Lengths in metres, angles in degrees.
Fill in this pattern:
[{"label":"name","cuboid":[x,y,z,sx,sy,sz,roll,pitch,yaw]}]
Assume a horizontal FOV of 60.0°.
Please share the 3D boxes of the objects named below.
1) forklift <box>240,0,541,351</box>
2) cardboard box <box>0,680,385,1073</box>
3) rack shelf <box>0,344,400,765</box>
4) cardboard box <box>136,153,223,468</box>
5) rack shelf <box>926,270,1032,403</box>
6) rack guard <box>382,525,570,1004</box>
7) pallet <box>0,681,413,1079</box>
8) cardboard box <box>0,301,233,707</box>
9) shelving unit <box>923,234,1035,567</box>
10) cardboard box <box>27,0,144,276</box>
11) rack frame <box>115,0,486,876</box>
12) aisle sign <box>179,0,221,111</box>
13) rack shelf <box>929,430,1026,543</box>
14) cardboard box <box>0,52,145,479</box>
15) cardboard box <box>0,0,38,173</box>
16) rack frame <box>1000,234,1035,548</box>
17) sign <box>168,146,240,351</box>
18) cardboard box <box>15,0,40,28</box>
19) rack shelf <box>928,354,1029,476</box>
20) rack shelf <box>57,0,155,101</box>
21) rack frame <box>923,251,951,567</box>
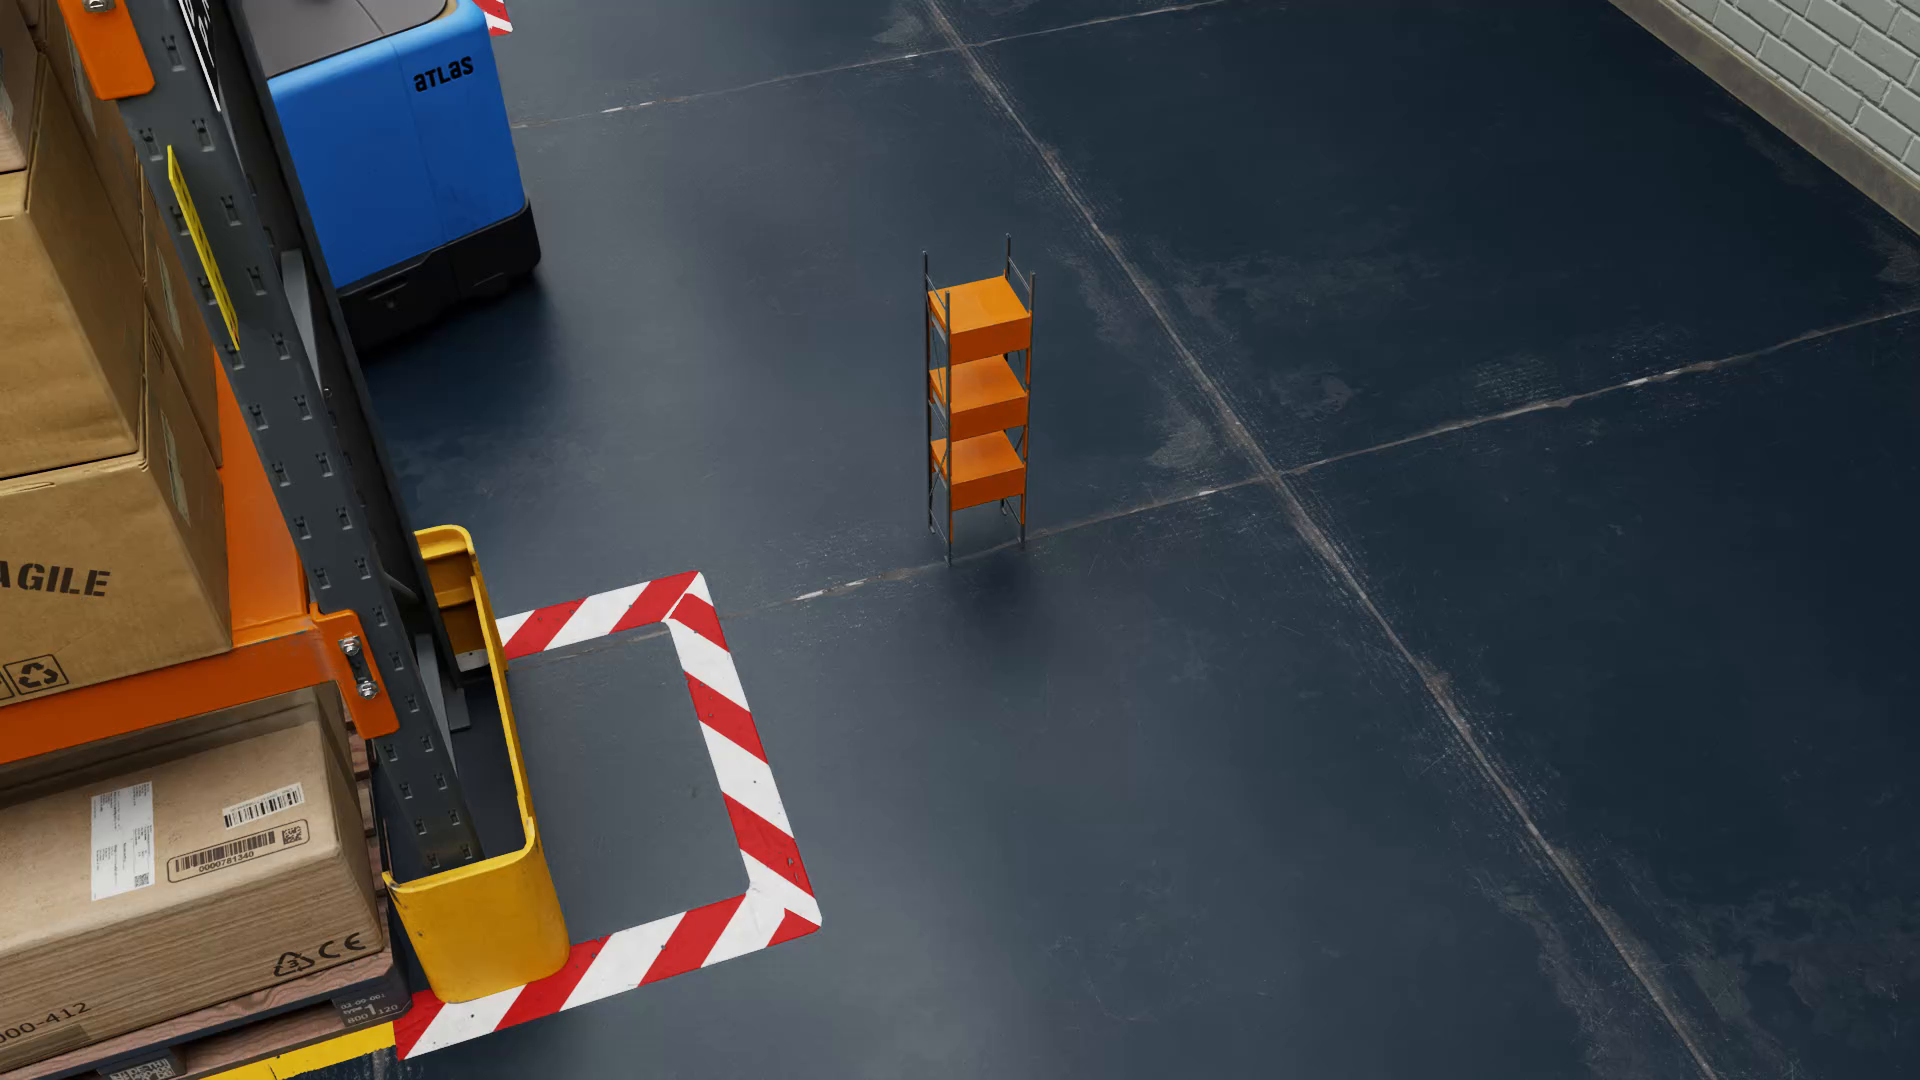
[{"label":"forklift","cuboid":[-3.009,-1.607,4.782,3.031,2.935,1.130,-31,53,-27]},{"label":"cardboard box","cuboid":[-1.938,0.657,3.990,0.875,0.438,0.875,-16,47,-15]},{"label":"rack shelf","cuboid":[-3.232,0.411,3.231,4.000,0.370,1.077,-14,47,-14]},{"label":"cardboard box","cuboid":[-1.900,-0.436,3.496,0.500,0.500,0.500,-15,47,-14]},{"label":"rack shelf","cuboid":[0.050,-0.576,4.697,0.240,0.259,0.215,-14,47,-14]},{"label":"rack guard","cuboid":[-1.328,0.552,4.347,0.348,0.500,1.175,-14,47,-14]},{"label":"pallet","cuboid":[-2.076,0.904,4.200,1.213,0.211,1.003,-14,47,-14]},{"label":"cardboard box","cuboid":[-1.715,-0.067,3.129,0.500,0.500,0.500,-14,47,-14]},{"label":"shelving unit","cuboid":[0.050,-0.383,4.891,0.252,1.050,0.215,-14,47,-14]},{"label":"cardboard box","cuboid":[-1.899,-0.787,3.140,0.500,0.500,0.500,-15,47,-15]},{"label":"rack frame","cuboid":[-1.351,-0.324,3.456,0.127,3.000,1.000,-14,47,-14]},{"label":"aisle sign","cuboid":[-1.178,-1.053,2.346,0.004,0.787,0.394,-14,47,-14]},{"label":"rack shelf","cuboid":[0.050,-0.180,5.095,0.240,0.259,0.215,-14,47,-14]},{"label":"cardboard box","cuboid":[-1.723,-0.438,2.792,0.500,0.500,0.500,-13,47,-13]},{"label":"cardboard box","cuboid":[-1.620,-0.722,2.617,0.250,0.149,0.380,-14,47,-13]},{"label":"rack frame","cuboid":[0.165,-0.413,4.920,0.008,1.050,0.200,-14,47,-14]},{"label":"sign","cuboid":[-1.180,-0.452,2.598,0.005,0.325,0.100,-14,47,-14]},{"label":"cardboard box","cuboid":[-1.779,-1.041,2.935,0.250,0.149,0.380,-13,47,-13]},{"label":"rack shelf","cuboid":[0.050,-0.376,4.898,0.240,0.259,0.215,-14,47,-14]},{"label":"rack shelf","cuboid":[-3.232,-0.648,2.169,4.000,0.370,1.077,-14,47,-14]},{"label":"rack frame","cuboid":[-0.064,-0.354,4.862,0.008,1.050,0.200,-14,47,-14]}]
